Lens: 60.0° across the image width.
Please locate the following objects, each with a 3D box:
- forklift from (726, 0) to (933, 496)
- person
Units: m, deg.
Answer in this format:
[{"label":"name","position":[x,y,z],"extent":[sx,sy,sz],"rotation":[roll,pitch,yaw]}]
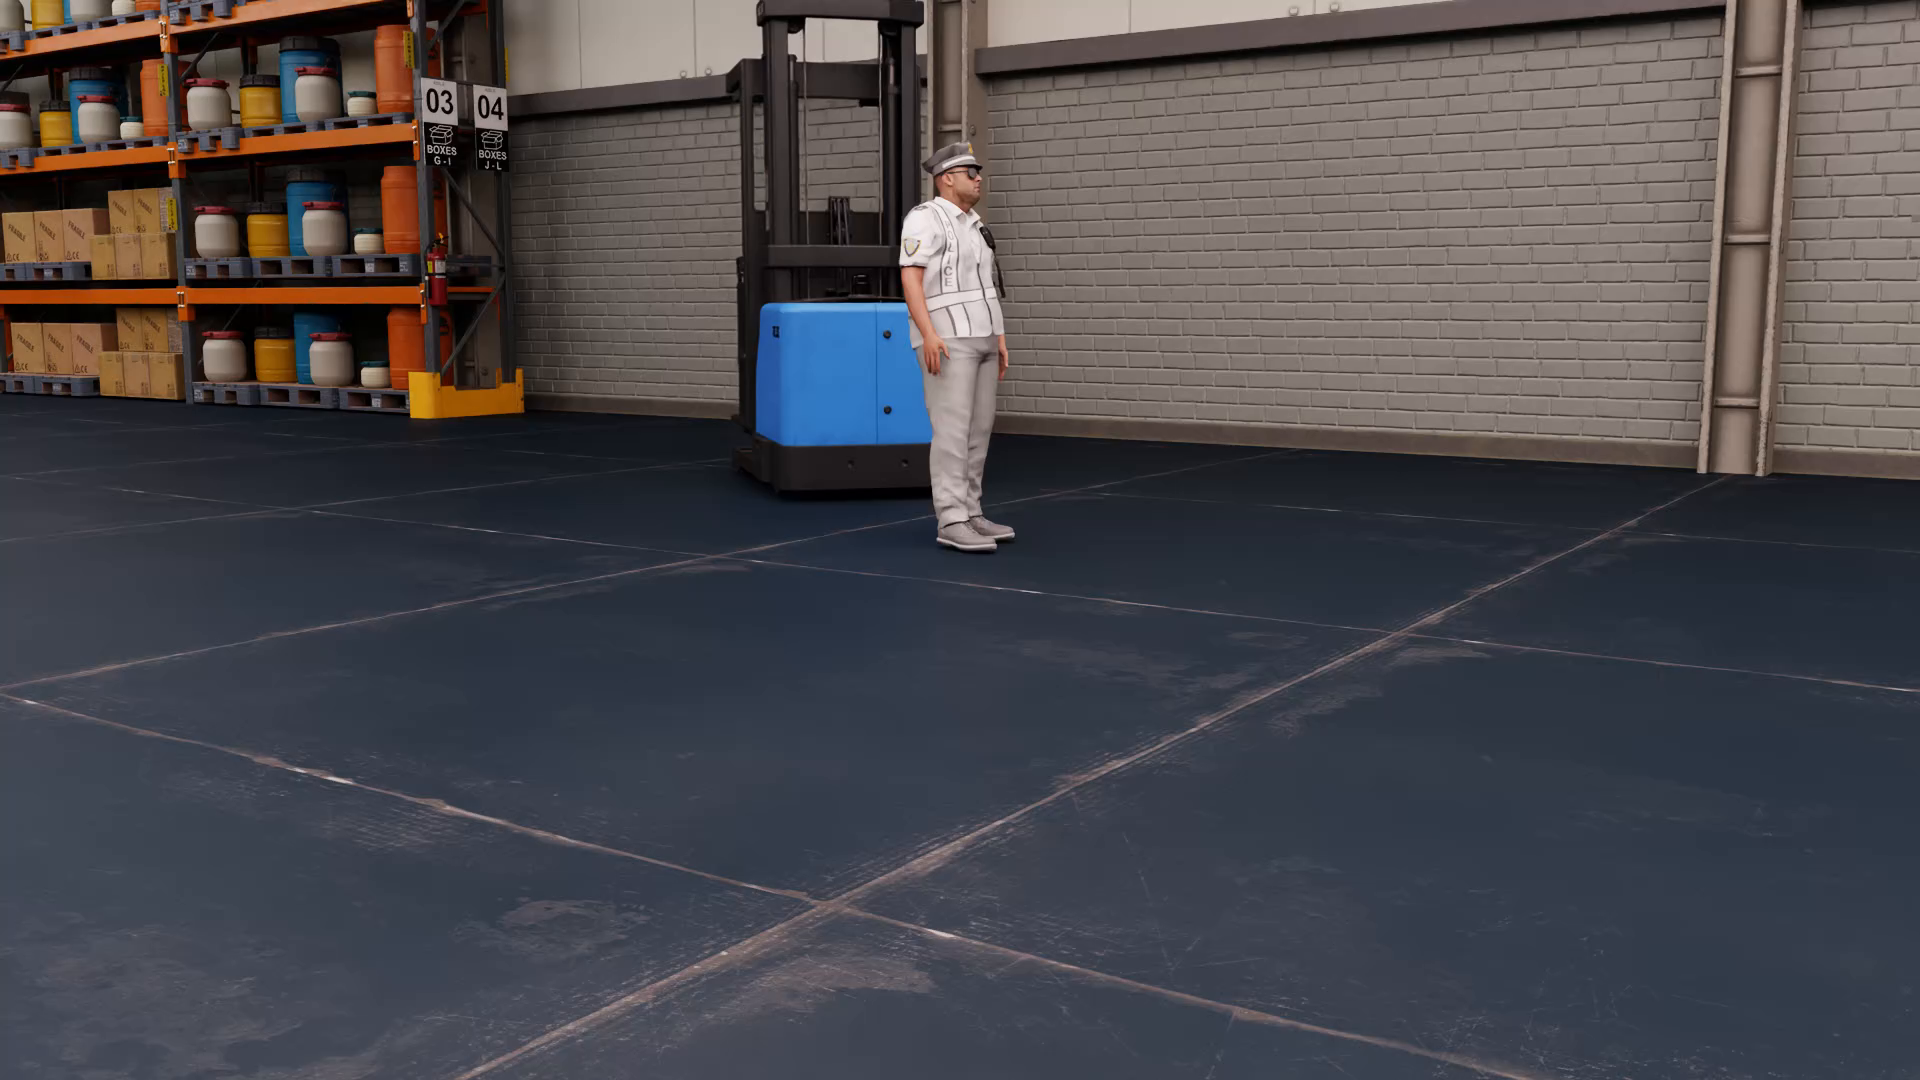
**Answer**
[{"label":"forklift","position":[-0.839,-1.867,10.320],"extent":[1.130,2.935,3.031],"rotation":[-2,8,-15]},{"label":"person","position":[0.057,-0.882,7.424],"extent":[0.575,1.781,0.640],"rotation":[5,10,34]}]
